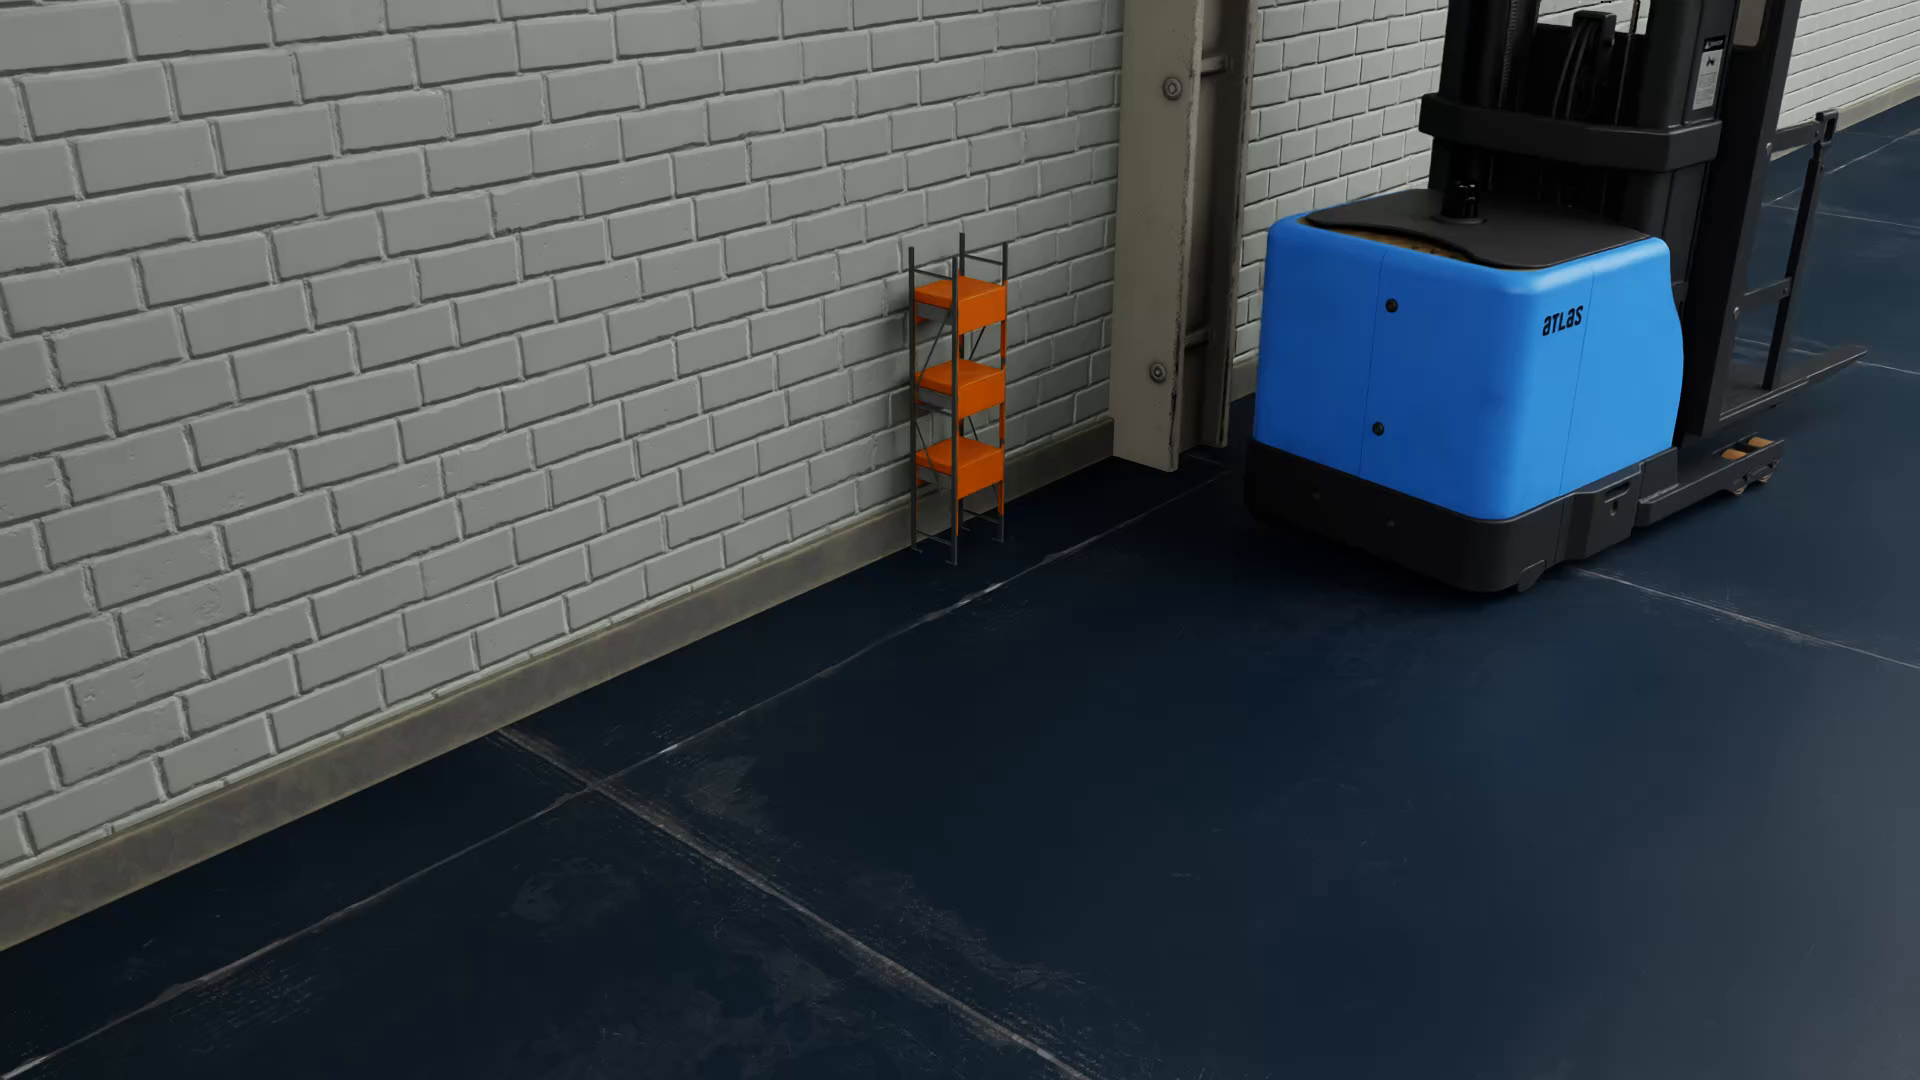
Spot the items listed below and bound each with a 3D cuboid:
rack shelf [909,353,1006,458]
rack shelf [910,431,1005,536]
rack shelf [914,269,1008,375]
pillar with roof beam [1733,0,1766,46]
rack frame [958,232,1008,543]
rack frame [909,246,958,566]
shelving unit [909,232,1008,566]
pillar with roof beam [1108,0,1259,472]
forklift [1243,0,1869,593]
[{"bbox_3d":[-0.007,-0.448,5.489,0.215,0.259,0.240,20,31,37],"label":"rack shelf"},{"bbox_3d":[-0.008,-0.195,5.604,0.215,0.259,0.240,20,31,37],"label":"rack shelf"},{"bbox_3d":[-0.005,-0.706,5.372,0.215,0.259,0.240,20,31,37],"label":"rack shelf"},{"bbox_3d":[8.027,-5.119,6.167,9.100,9.000,0.400,20,31,38],"label":"pillar with roof beam"},{"bbox_3d":[0.074,-0.495,5.569,0.200,1.050,0.008,20,31,37],"label":"rack frame"},{"bbox_3d":[-0.087,-0.420,5.401,0.200,1.050,0.008,20,31,37],"label":"rack frame"},{"bbox_3d":[-0.006,-0.457,5.485,0.215,1.050,0.252,20,31,37],"label":"shelving unit"},{"bbox_3d":[4.022,-3.291,2.090,9.100,9.000,0.400,20,31,38],"label":"pillar with roof beam"},{"bbox_3d":[2.458,-1.651,5.850,3.031,2.935,1.130,-19,30,-36],"label":"forklift"}]
